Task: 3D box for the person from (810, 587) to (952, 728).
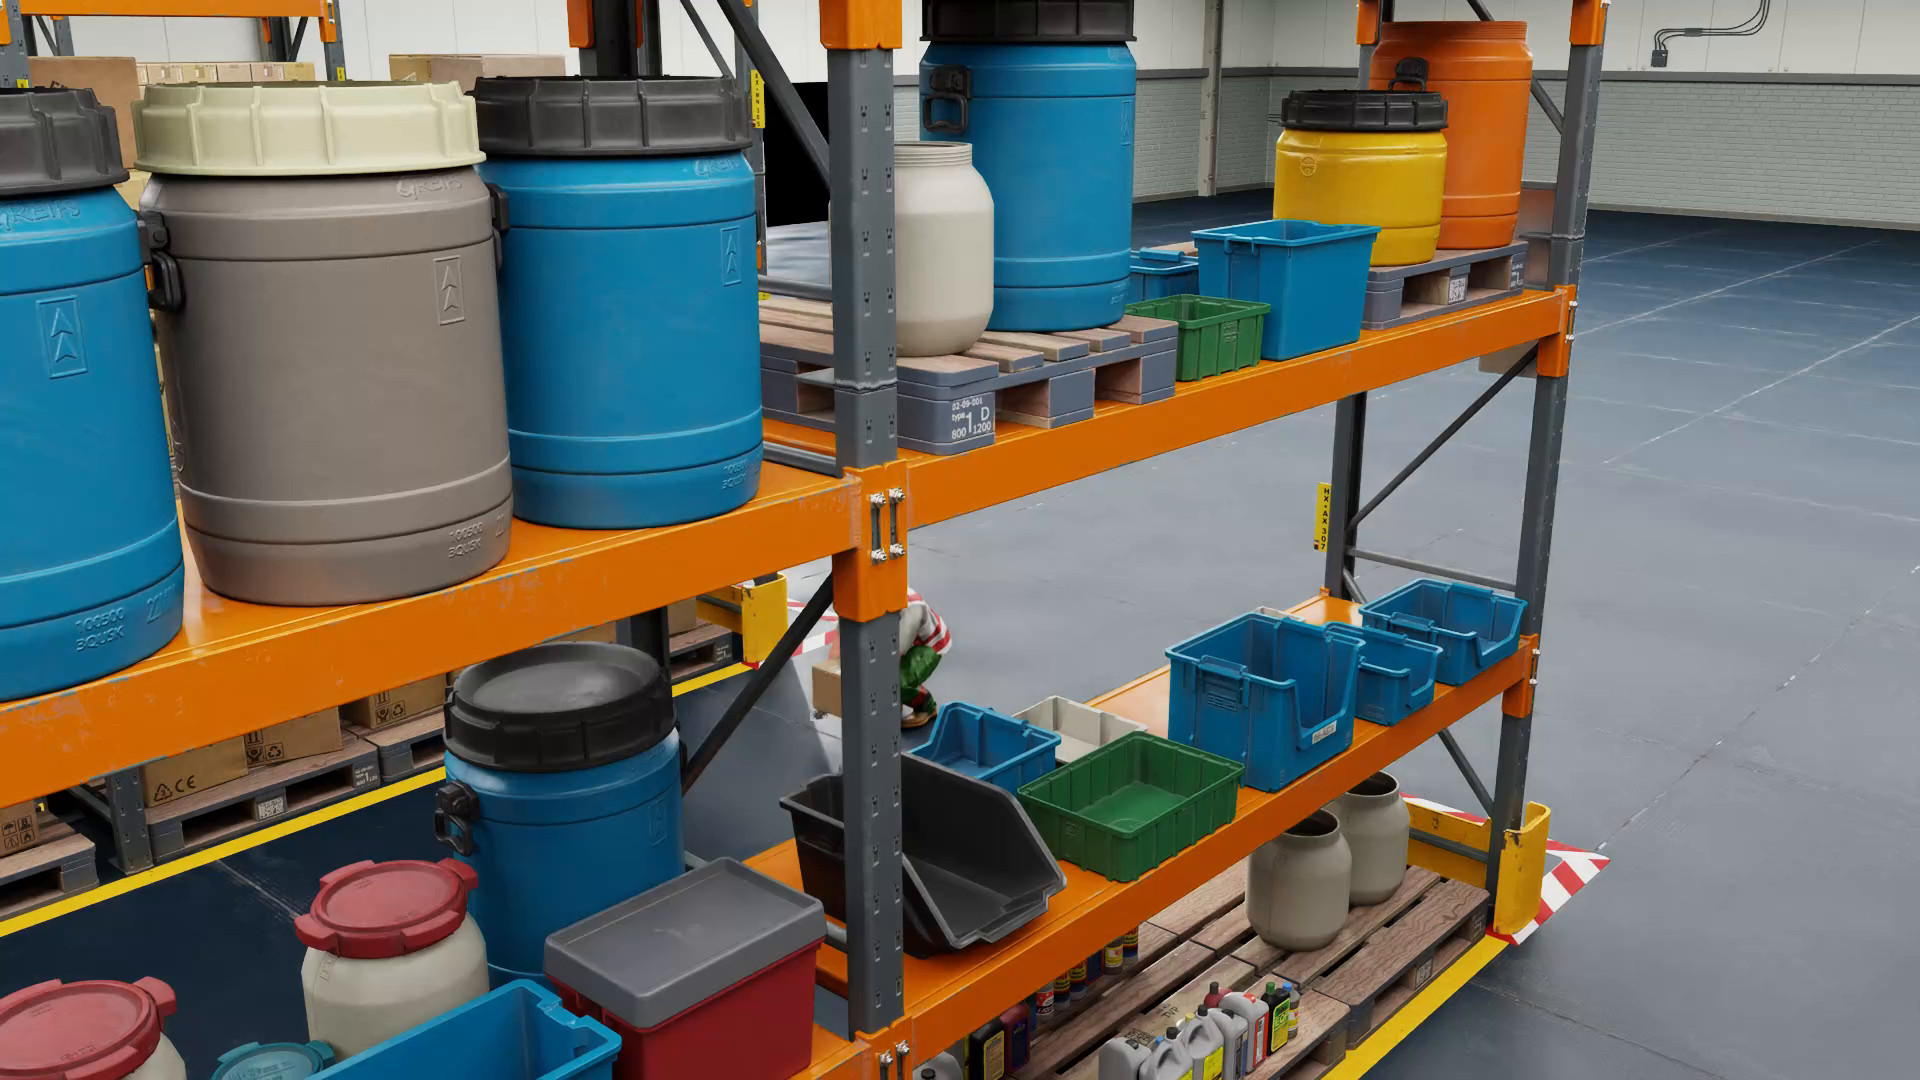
[{"bbox_3d":[-0.415,0.591,9.434,0.548,0.993,0.879,14,22,39],"label":"person"}]
